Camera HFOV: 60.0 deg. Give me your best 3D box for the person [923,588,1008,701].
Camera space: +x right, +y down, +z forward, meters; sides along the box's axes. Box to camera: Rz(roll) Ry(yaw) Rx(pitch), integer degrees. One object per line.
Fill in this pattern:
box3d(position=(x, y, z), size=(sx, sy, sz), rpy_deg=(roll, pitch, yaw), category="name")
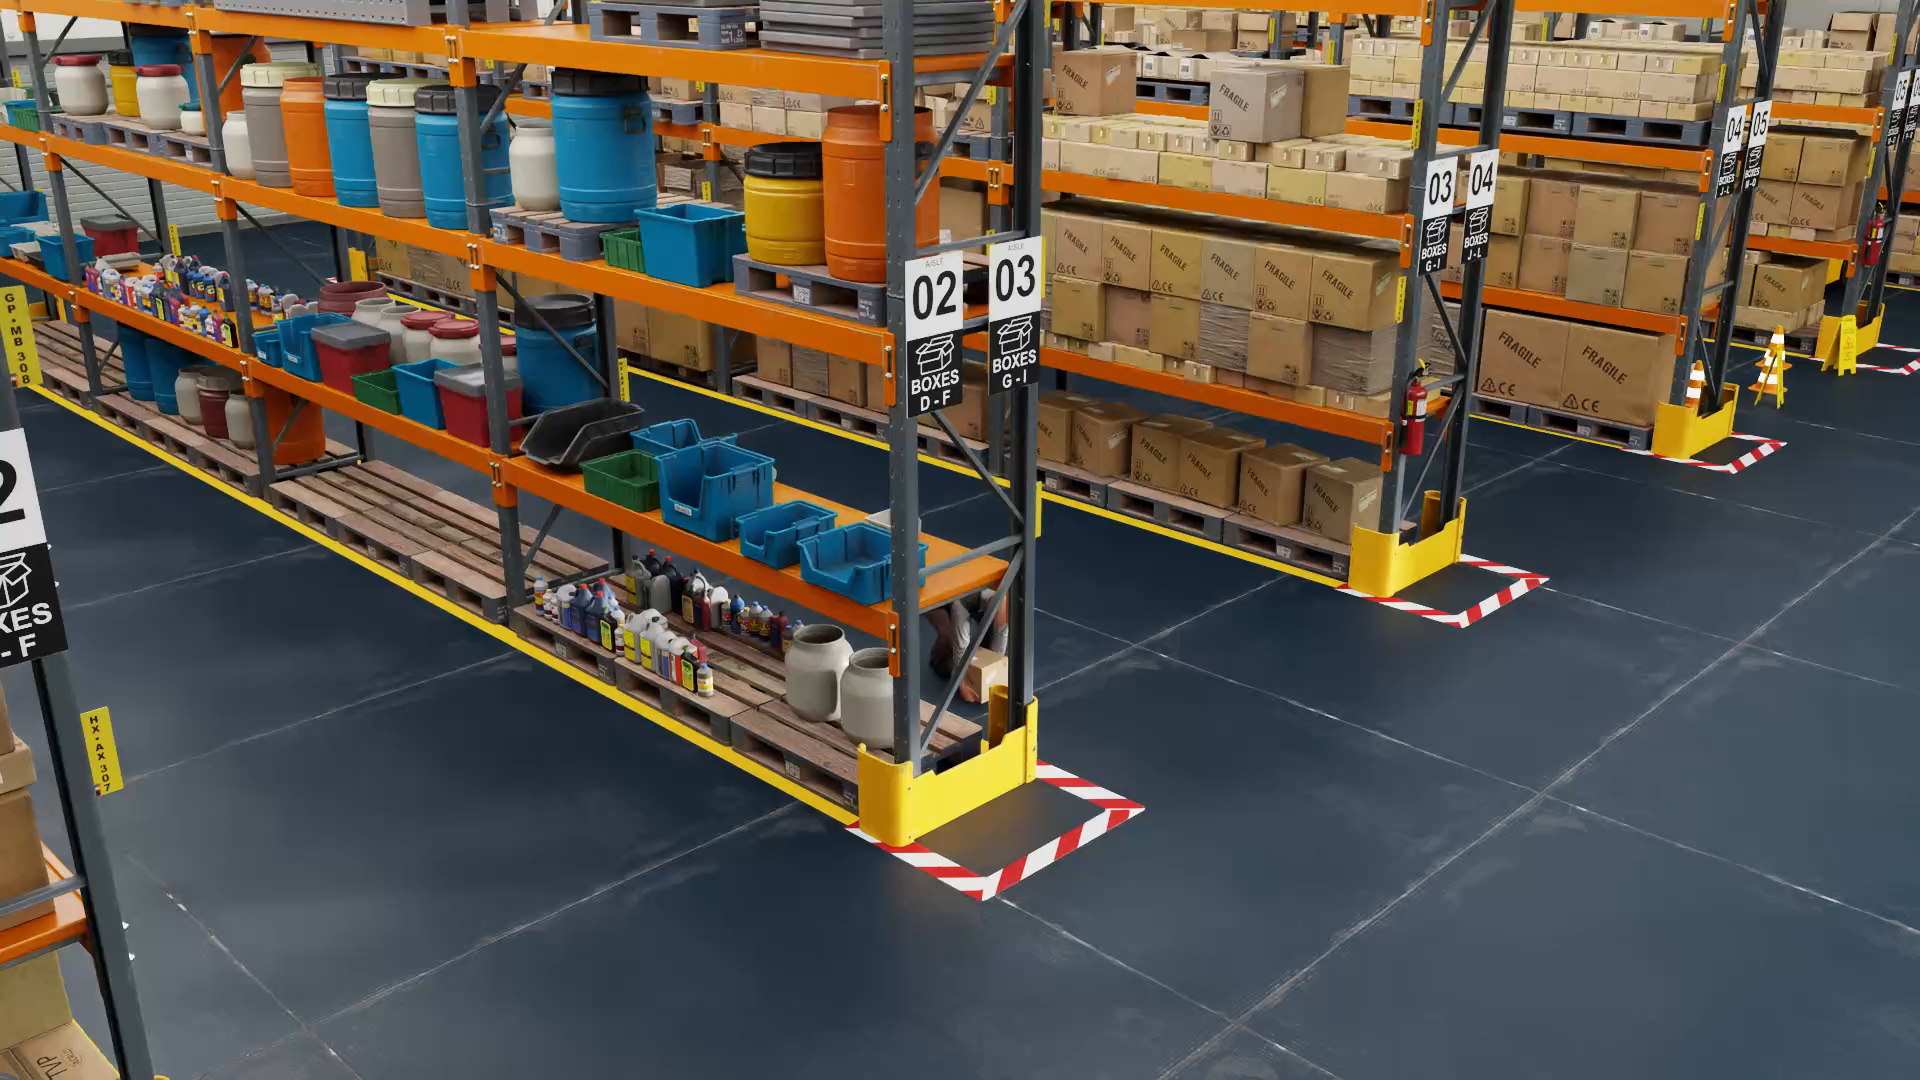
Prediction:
box3d(position=(0.075, 0.552, 10.995), size=(0.501, 0.807, 0.945), rpy_deg=(-11, 23, -26), category="person")
